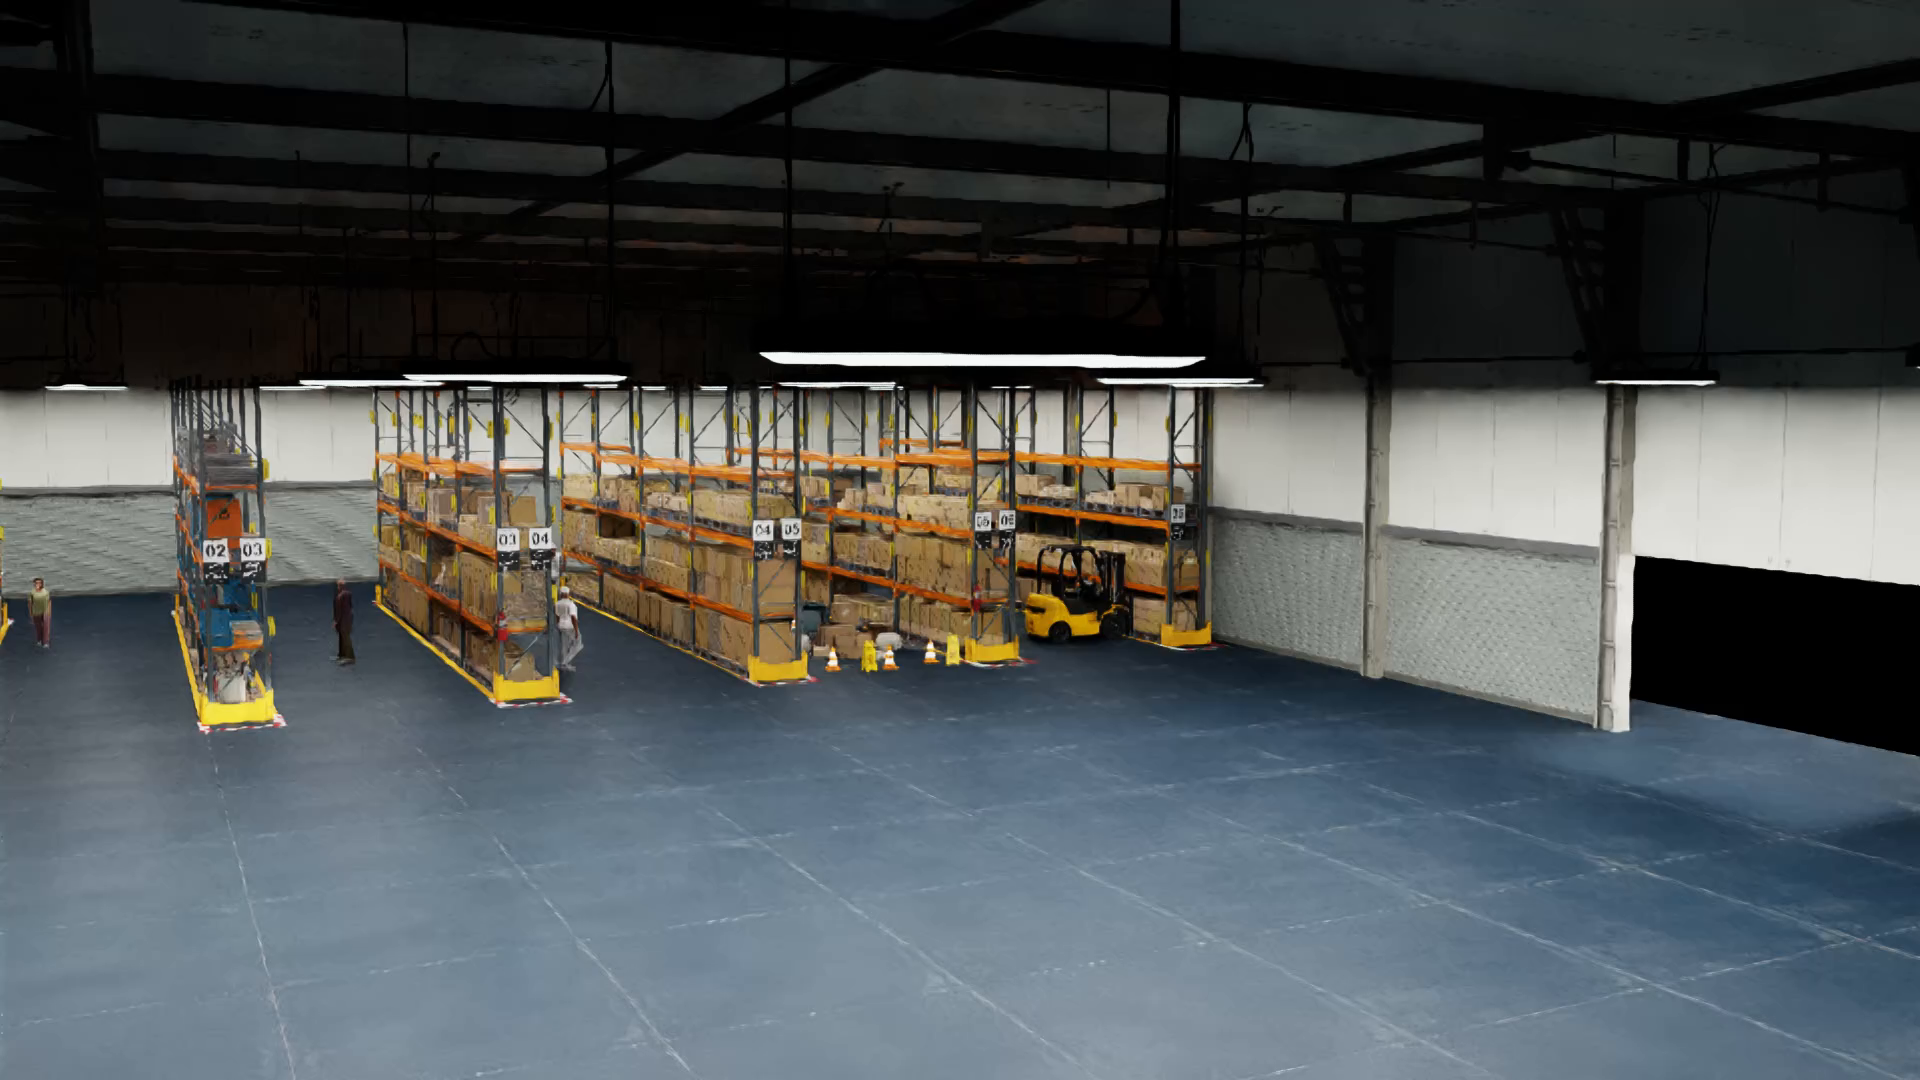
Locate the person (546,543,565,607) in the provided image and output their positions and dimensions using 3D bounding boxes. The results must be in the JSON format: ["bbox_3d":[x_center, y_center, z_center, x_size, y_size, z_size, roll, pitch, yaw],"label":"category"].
[{"bbox_3d":[-10.838,0.939,44.163,0.697,1.736,0.542,-3,6,-28],"label":"person"}]

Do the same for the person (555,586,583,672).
[{"bbox_3d":[-8.030,1.817,34.029,0.610,1.763,0.456,4,6,36],"label":"person"}]

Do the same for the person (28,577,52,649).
[{"bbox_3d":[-20.551,1.608,37.130,0.448,1.588,1.095,-2,6,-24],"label":"person"}]

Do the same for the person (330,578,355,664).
[{"bbox_3d":[-13.080,1.694,35.144,0.637,1.775,0.676,0,5,2],"label":"person"}]
